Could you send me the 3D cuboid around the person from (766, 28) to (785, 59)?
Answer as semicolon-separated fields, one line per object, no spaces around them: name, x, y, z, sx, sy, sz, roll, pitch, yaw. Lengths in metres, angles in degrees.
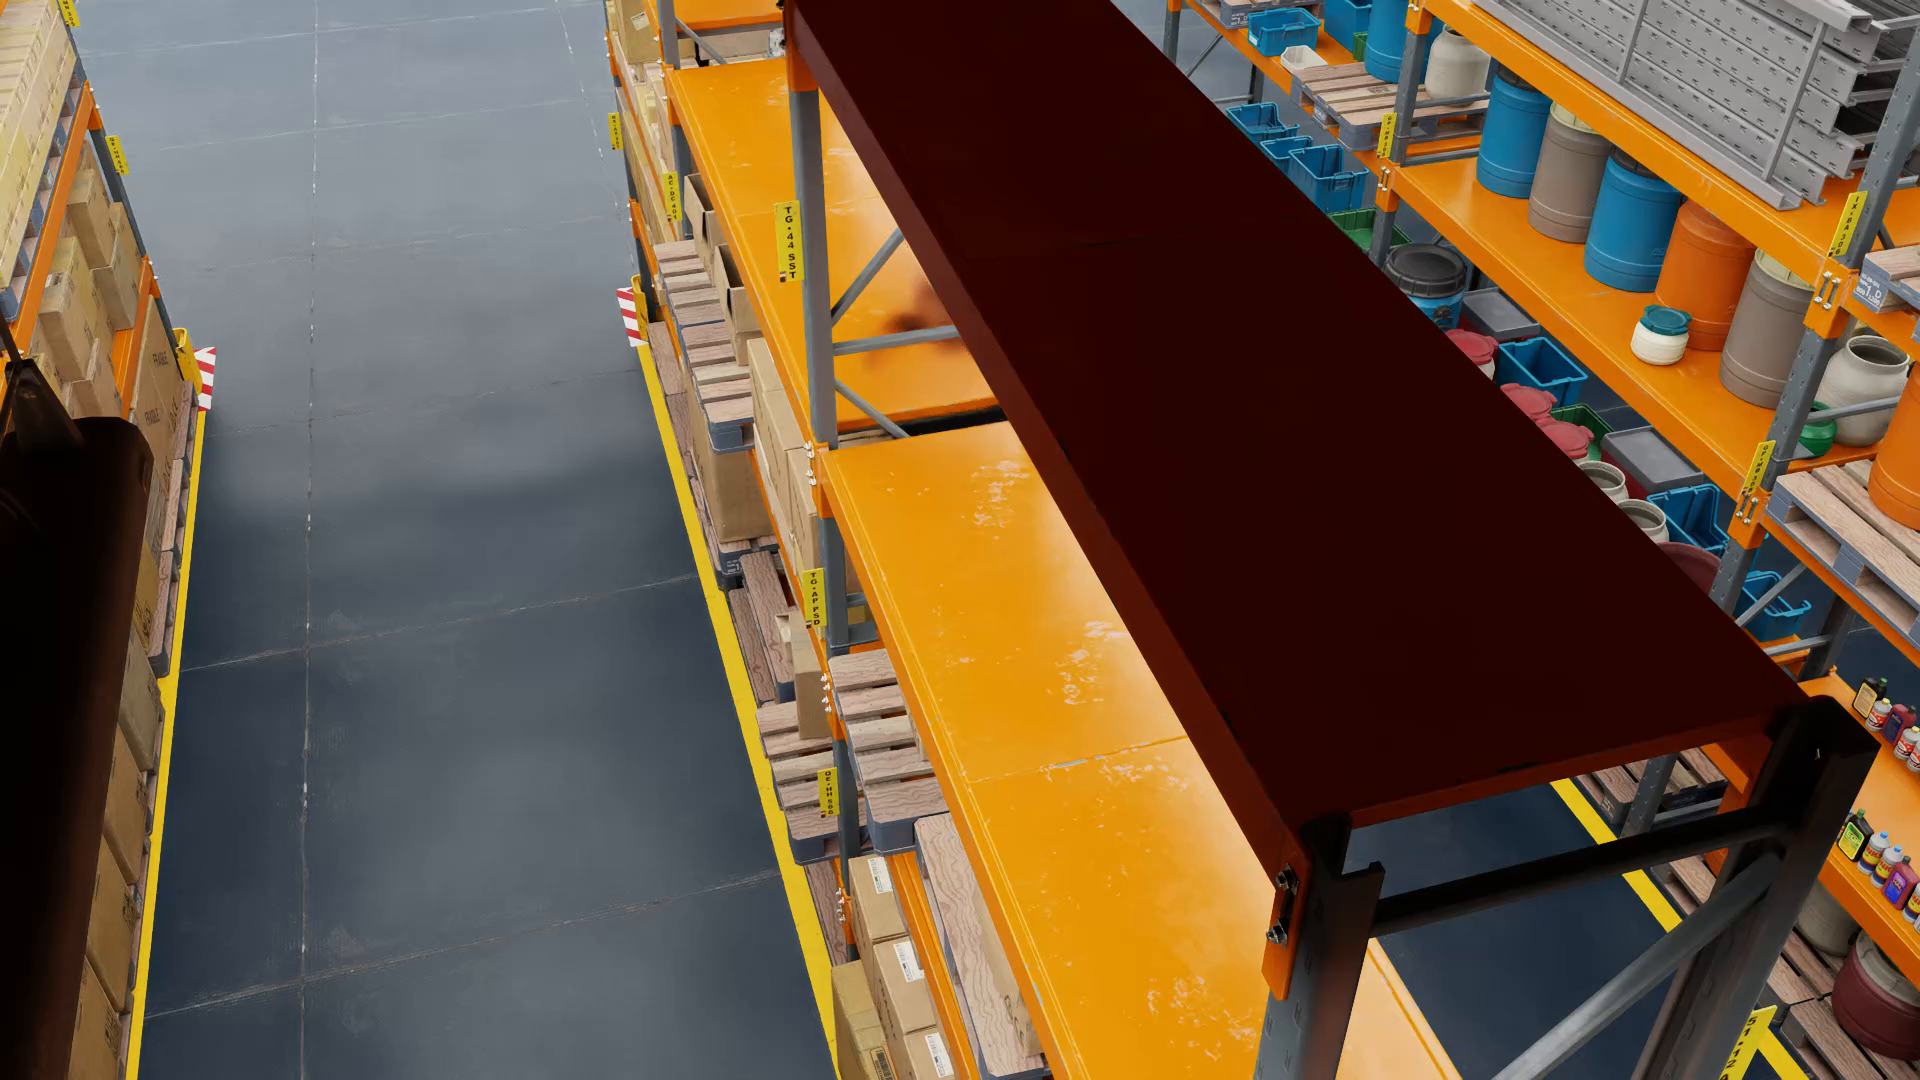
person;-1.802;-5.077;17.922;0.854;1.712;0.627;11;40;14
